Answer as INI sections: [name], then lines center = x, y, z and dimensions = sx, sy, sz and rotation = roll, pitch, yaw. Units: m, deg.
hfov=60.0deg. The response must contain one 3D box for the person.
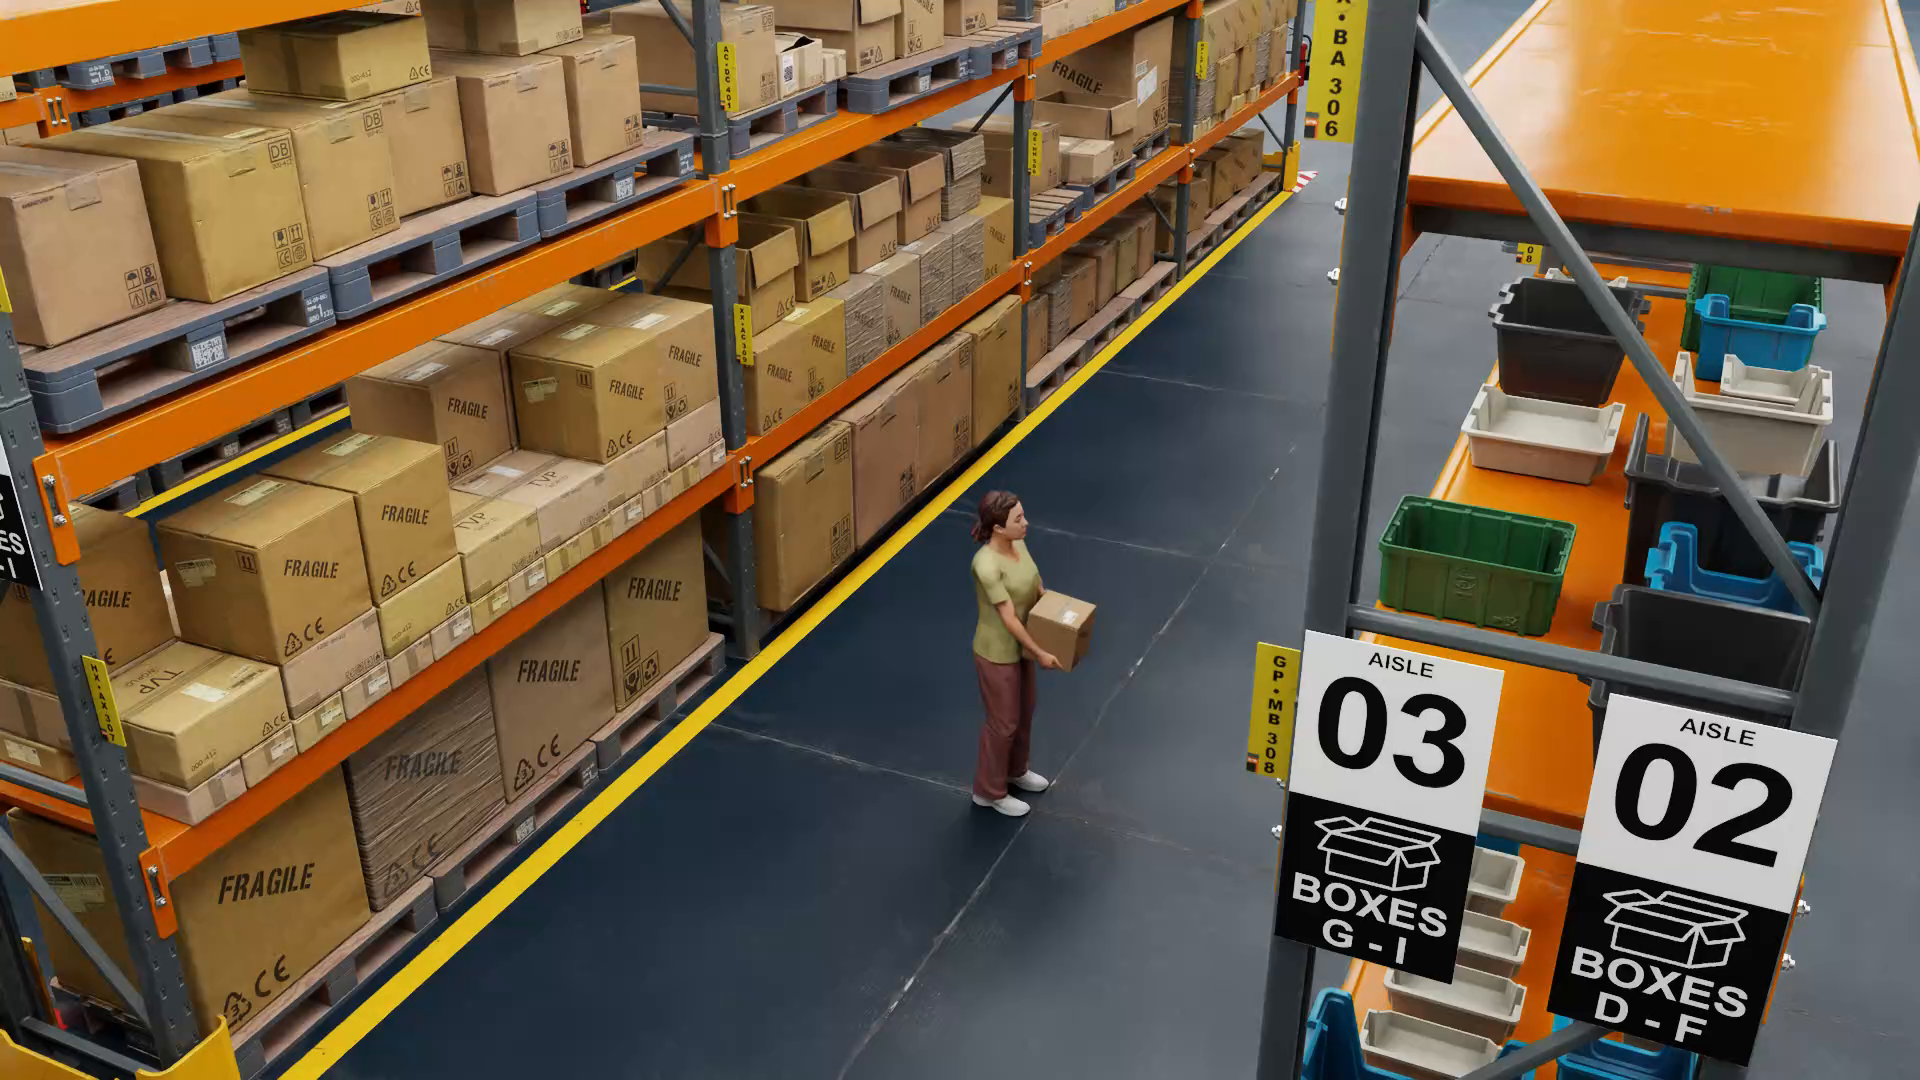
[person]
center = 0.300, 0.551, 8.009
dimensions = 0.518, 1.668, 0.420
rotation = 11, 28, 22
